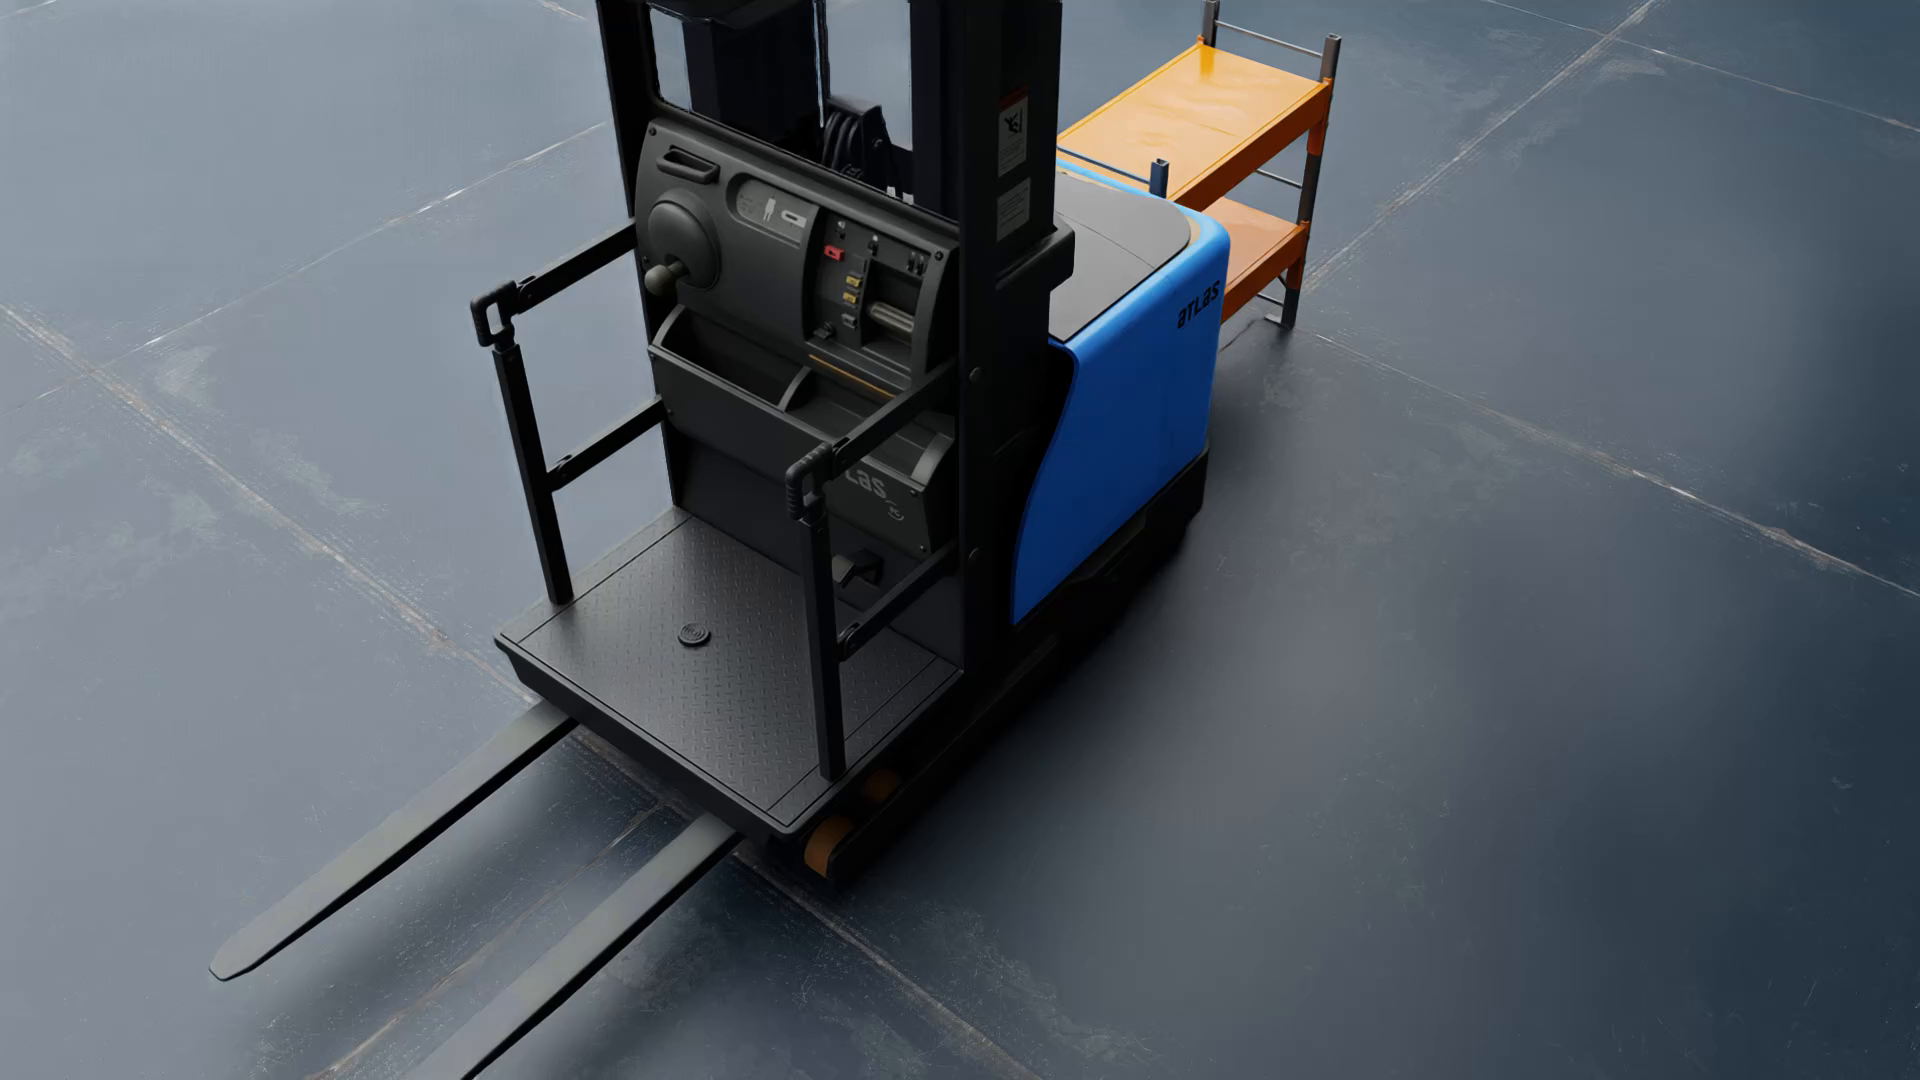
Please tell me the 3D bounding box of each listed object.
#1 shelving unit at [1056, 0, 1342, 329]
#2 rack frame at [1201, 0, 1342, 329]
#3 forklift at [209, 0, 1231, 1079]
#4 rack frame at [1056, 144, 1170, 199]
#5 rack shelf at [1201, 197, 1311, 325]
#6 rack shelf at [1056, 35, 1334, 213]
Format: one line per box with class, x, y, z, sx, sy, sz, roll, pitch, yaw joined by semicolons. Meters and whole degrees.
shelving unit;0.711;-1.034;5.551;0.538;1.125;1.048;28;49;27
rack frame;1.026;-1.302;5.846;0.500;1.125;0.032;28;49;27
forklift;-0.536;-0.593;3.724;1.130;2.935;3.031;28;49;27
rack frame;0.396;-0.765;5.255;0.500;1.125;0.032;28;49;27
rack shelf;0.711;-0.853;5.715;0.538;0.278;1.000;28;49;27
rack shelf;0.711;-1.250;5.354;0.538;0.278;1.000;28;49;27
